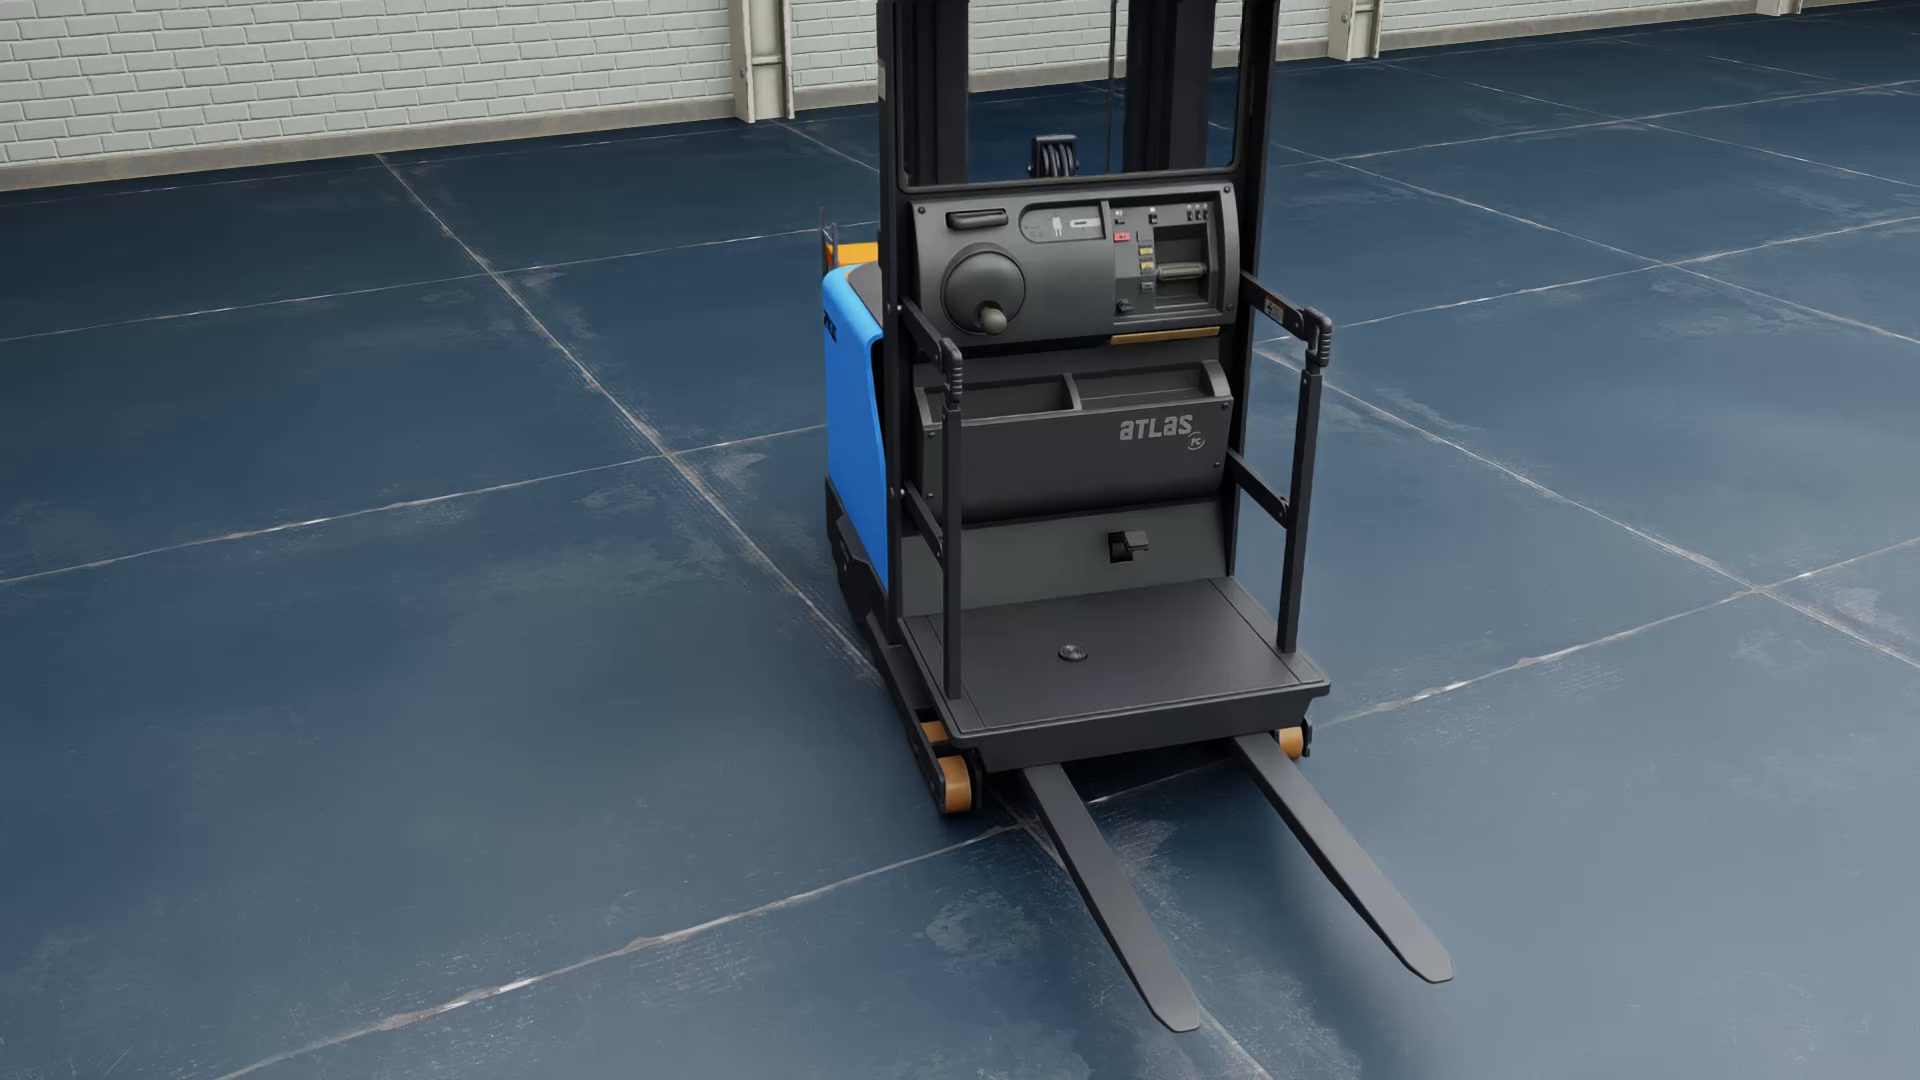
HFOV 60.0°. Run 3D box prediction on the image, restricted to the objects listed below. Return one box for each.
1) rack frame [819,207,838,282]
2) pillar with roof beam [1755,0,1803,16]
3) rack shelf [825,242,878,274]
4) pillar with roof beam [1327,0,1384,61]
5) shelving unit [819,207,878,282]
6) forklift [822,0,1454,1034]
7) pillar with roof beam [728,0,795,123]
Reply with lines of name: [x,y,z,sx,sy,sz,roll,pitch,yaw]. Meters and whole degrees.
rack frame: [-0.465,-0.603,6.120,0.015,1.200,0.240,-7,26,-14]
pillar with roof beam: [11.053,-8.237,13.009,0.400,9.000,9.100,-13,29,-25]
rack shelf: [-0.230,-0.986,6.009,0.480,0.148,0.258,-7,26,-14]
pillar with roof beam: [5.759,-7.015,10.464,0.400,9.000,9.100,-13,29,-25]
shelving unit: [-0.230,-0.631,6.179,0.503,1.200,0.258,-7,26,-14]
forklift: [0.387,-0.740,4.405,1.130,2.935,3.031,-7,26,-14]
pillar with roof beam: [0.464,-5.793,7.919,0.400,9.000,9.100,-13,29,-25]
